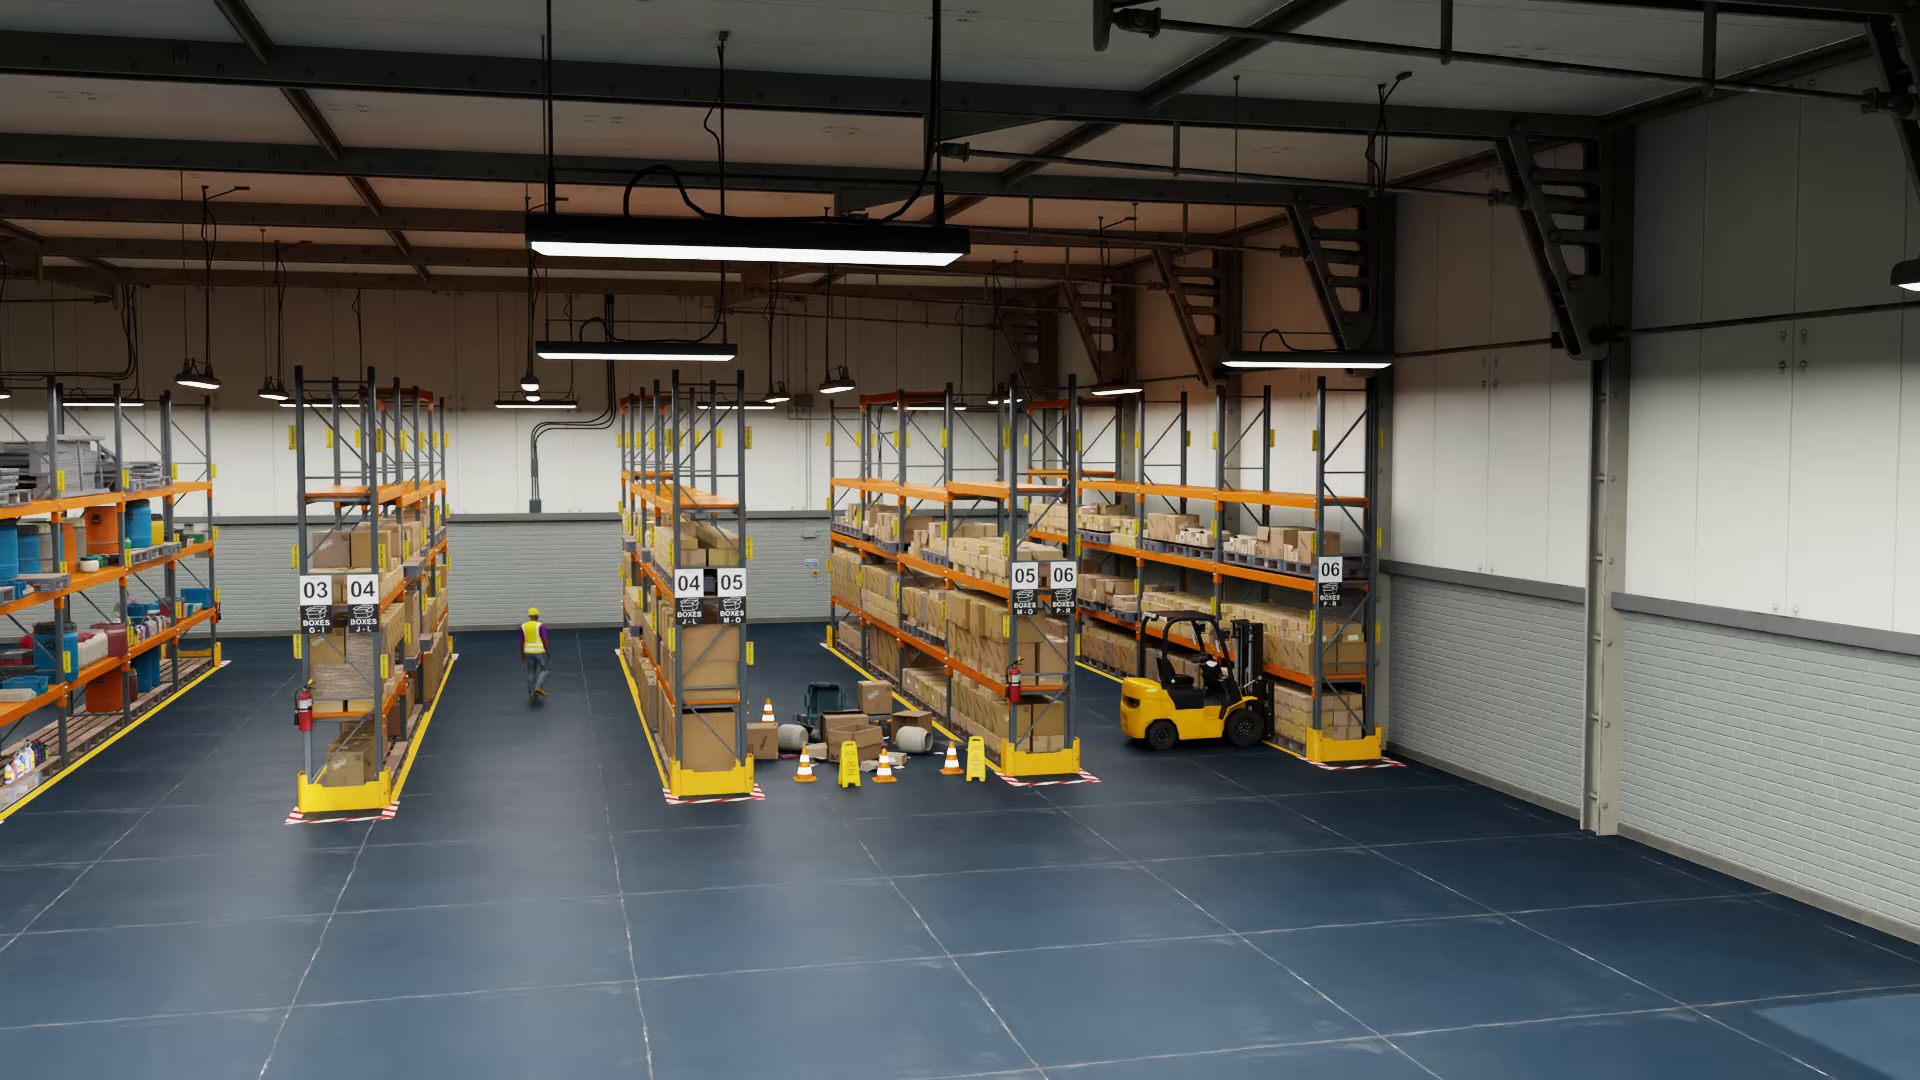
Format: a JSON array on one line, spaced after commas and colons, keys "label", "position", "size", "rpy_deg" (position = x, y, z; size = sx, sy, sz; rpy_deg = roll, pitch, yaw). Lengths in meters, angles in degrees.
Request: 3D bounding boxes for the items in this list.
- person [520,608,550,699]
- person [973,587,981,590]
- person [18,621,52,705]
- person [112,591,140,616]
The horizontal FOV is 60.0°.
[{"label": "person", "position": [-8.252, 2.199, 32.240], "size": [0.609, 1.769, 0.489], "rpy_deg": [1, 4, 15]}, {"label": "person", "position": [0.404, 1.730, 40.062], "size": [0.653, 1.786, 0.568], "rpy_deg": [1, 4, 16]}, {"label": "person", "position": [-17.301, 2.323, 31.276], "size": [0.601, 1.635, 0.735], "rpy_deg": [0, 3, -4]}, {"label": "person", "position": [-19.556, 1.906, 39.053], "size": [0.490, 1.497, 0.782], "rpy_deg": [0, 3, -3]}]
